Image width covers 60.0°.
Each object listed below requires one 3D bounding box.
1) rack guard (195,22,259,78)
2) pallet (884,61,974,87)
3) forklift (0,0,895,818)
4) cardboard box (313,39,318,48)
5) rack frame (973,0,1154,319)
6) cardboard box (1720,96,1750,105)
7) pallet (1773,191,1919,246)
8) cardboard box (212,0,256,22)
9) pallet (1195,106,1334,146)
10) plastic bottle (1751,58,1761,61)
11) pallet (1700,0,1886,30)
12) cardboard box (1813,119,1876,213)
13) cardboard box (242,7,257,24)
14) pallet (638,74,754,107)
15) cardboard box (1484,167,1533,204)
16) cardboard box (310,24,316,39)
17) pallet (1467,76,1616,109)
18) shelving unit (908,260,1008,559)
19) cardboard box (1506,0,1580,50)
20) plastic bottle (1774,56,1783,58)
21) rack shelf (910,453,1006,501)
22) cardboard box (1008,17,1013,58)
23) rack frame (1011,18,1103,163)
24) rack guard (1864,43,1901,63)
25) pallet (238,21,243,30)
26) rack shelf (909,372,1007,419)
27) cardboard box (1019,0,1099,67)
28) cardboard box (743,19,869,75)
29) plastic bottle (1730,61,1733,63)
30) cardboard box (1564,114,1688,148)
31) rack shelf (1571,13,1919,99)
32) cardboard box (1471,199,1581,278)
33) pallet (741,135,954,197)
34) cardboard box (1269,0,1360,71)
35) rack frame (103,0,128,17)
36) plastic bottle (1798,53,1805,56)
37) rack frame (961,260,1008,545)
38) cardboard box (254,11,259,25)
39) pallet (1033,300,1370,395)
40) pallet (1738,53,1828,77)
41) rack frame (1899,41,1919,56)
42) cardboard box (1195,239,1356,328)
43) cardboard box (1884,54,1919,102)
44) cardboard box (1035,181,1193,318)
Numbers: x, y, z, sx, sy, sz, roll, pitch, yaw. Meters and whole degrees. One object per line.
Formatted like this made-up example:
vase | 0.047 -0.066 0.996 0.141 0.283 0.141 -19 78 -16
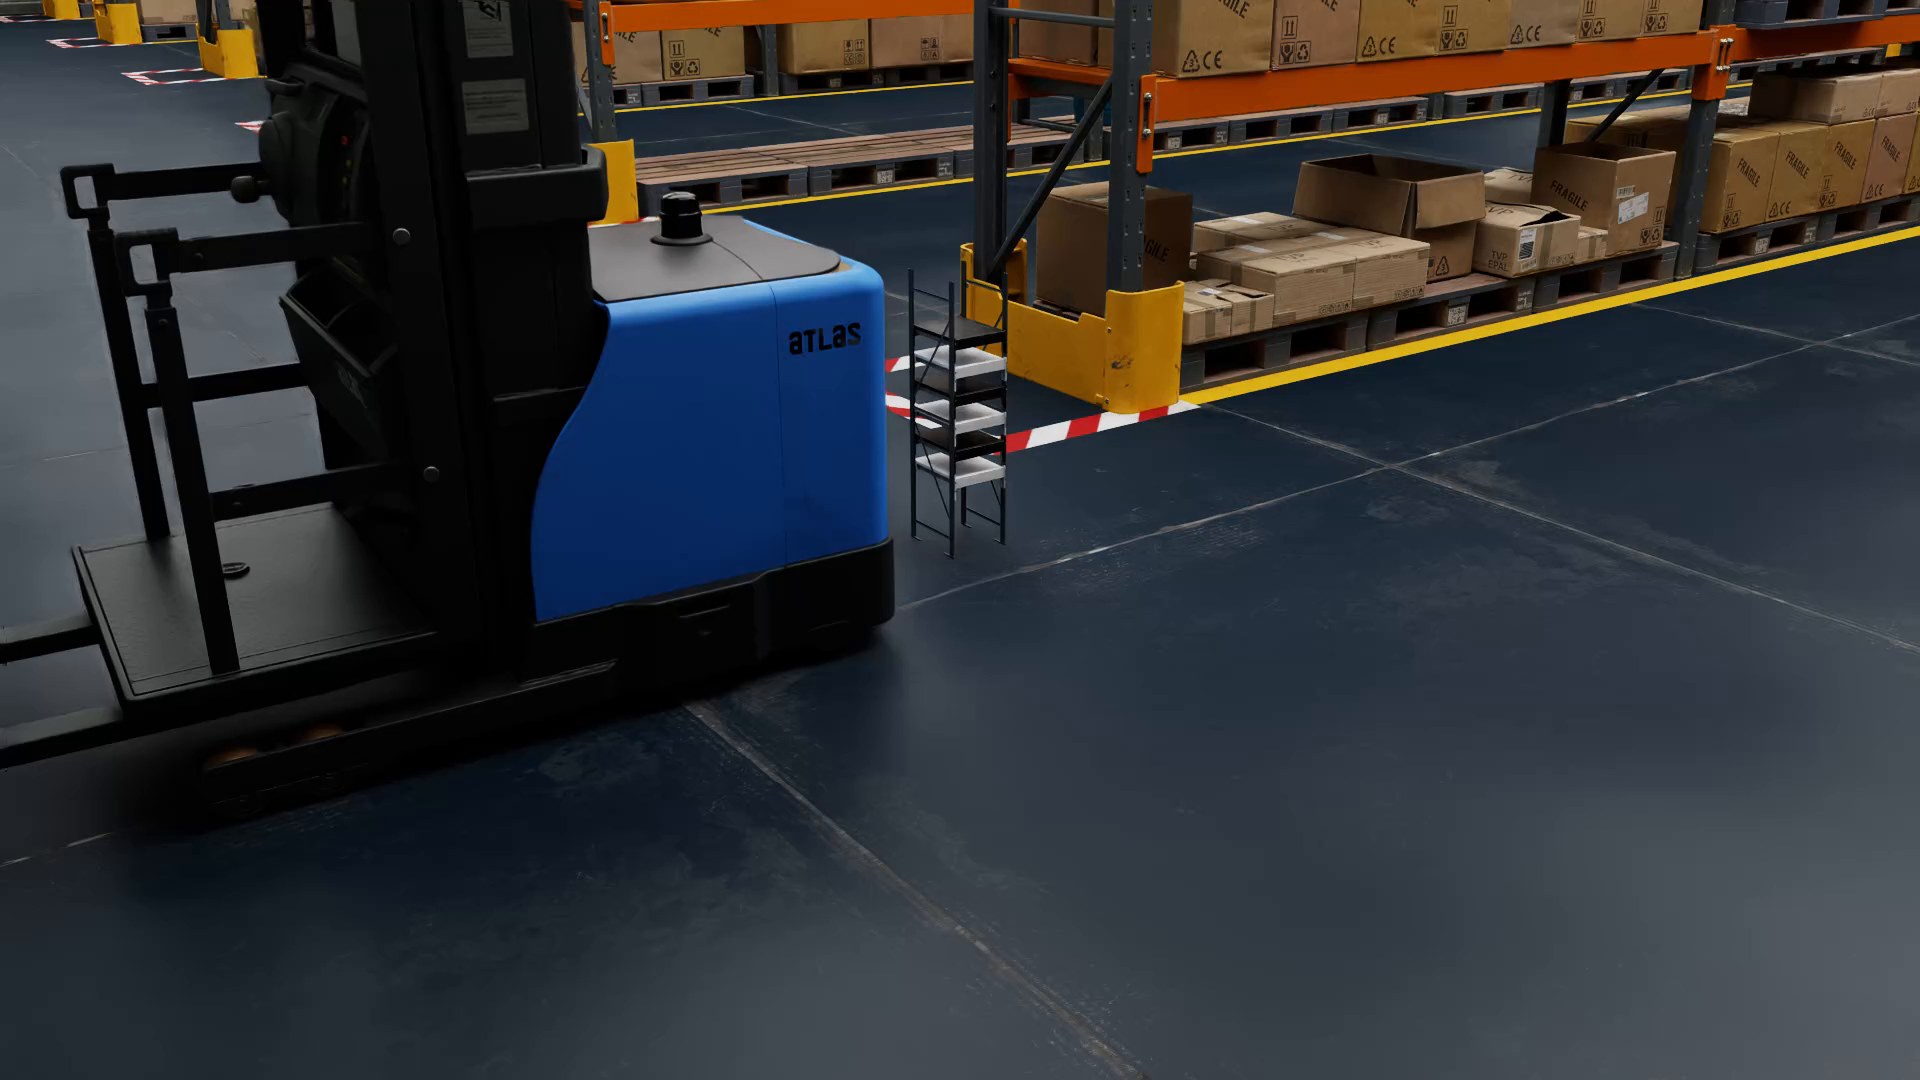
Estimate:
rack guard | -8.140 -5.441 18.452 0.348 0.500 1.175 -15 26 -33
pallet | -0.566 -5.098 17.981 1.213 0.211 1.003 -15 26 -33
forklift | -1.708 -0.938 3.887 3.031 2.935 1.130 -13 25 -30
cardboard box | -7.227 -5.611 18.785 0.250 0.149 0.380 -15 26 -32
rack frame | 0.396 -2.091 6.683 0.127 3.000 1.000 -15 26 -33
cardboard box | 5.101 -2.517 10.529 0.500 0.500 0.500 -16 27 -35
pallet | 5.272 -2.114 10.504 1.213 0.211 1.003 -15 26 -33
cardboard box | -9.959 -7.432 22.958 0.875 0.438 0.875 -14 26 -31
pallet | 2.395 -3.573 14.158 1.213 0.211 1.003 -15 26 -33
plastic bottle | 8.456 -5.236 17.636 0.133 0.283 0.061 -14 25 -31
pallet | 4.355 -3.008 9.239 1.213 0.211 1.003 -15 26 -33
cardboard box | 5.014 -2.256 9.876 0.500 0.500 0.500 -15 26 -32
cardboard box | -7.920 -5.924 18.766 0.250 0.149 0.380 -15 26 -32
pallet | -2.803 -4.501 16.486 1.213 0.211 1.003 -15 26 -33
cardboard box | 3.176 -1.886 9.205 0.500 0.311 0.500 -15 26 -33
cardboard box | -7.371 -5.673 18.540 0.250 0.149 0.380 -15 26 -33
pallet | 5.641 -4.437 16.324 1.213 0.211 1.003 -15 26 -33
shelving unit | -0.007 -0.416 5.319 0.210 0.900 0.258 -15 26 -33
cardboard box | 2.554 -2.594 7.808 0.500 0.500 0.500 -14 26 -32
plastic bottle | 8.794 -5.376 17.897 0.185 0.351 0.144 -14 26 -31
rack shelf | -0.007 -0.218 5.398 0.200 0.077 0.258 -15 26 -33
cardboard box | 0.535 -5.869 18.450 0.875 0.875 1.225 -16 27 -35
rack frame | 0.753 -4.448 12.589 0.127 3.000 1.000 -15 26 -33
rack guard | 10.460 -5.853 19.485 0.348 0.500 1.175 -15 26 -33
pallet | -9.581 -7.217 23.292 1.213 0.211 1.003 -15 26 -33
rack shelf | -0.007 -0.469 5.298 0.200 0.077 0.258 -15 26 -33
cardboard box | 0.600 -2.316 7.112 0.500 0.500 0.500 -14 26 -31
cardboard box | -1.632 -5.290 17.001 0.875 0.875 1.225 -15 26 -33
plastic bottle | 8.008 -5.134 17.390 0.135 0.276 0.152 -14 26 -31
cardboard box | 3.876 -2.193 9.718 0.500 0.500 0.500 -15 26 -33
rack shelf | 5.266 -3.055 10.071 4.000 0.370 1.077 -15 26 -33
cardboard box | 2.737 -1.541 8.339 0.500 0.311 0.500 -15 26 -33
pallet | -0.812 -2.716 12.012 1.213 0.211 1.003 -15 26 -33
cardboard box | 1.326 -2.267 6.990 0.500 0.500 0.500 -15 26 -33
rack frame | -11.174 -8.053 21.625 0.127 3.000 1.000 -15 26 -33
plastic bottle | 9.175 -5.428 18.116 0.133 0.283 0.061 -14 26 -32
rack frame | 0.076 -0.438 5.374 0.006 0.900 0.240 -15 26 -33
cardboard box | -7.578 -5.744 18.316 0.250 0.149 0.380 -16 27 -35
pallet | 1.104 -0.985 7.674 1.213 0.211 1.003 -15 26 -33
pallet | 8.808 -5.282 18.444 1.213 0.211 1.003 -15 26 -33
rack frame | 6.890 -3.822 11.022 0.127 3.000 1.000 -15 26 -33
cardboard box | 1.409 -1.159 7.463 0.500 0.250 0.500 -15 26 -33
cardboard box | 6.224 -2.927 10.547 0.500 0.250 0.500 -14 26 -31
cardboard box | 0.693 -1.326 7.545 0.500 0.500 0.500 -15 26 -33
